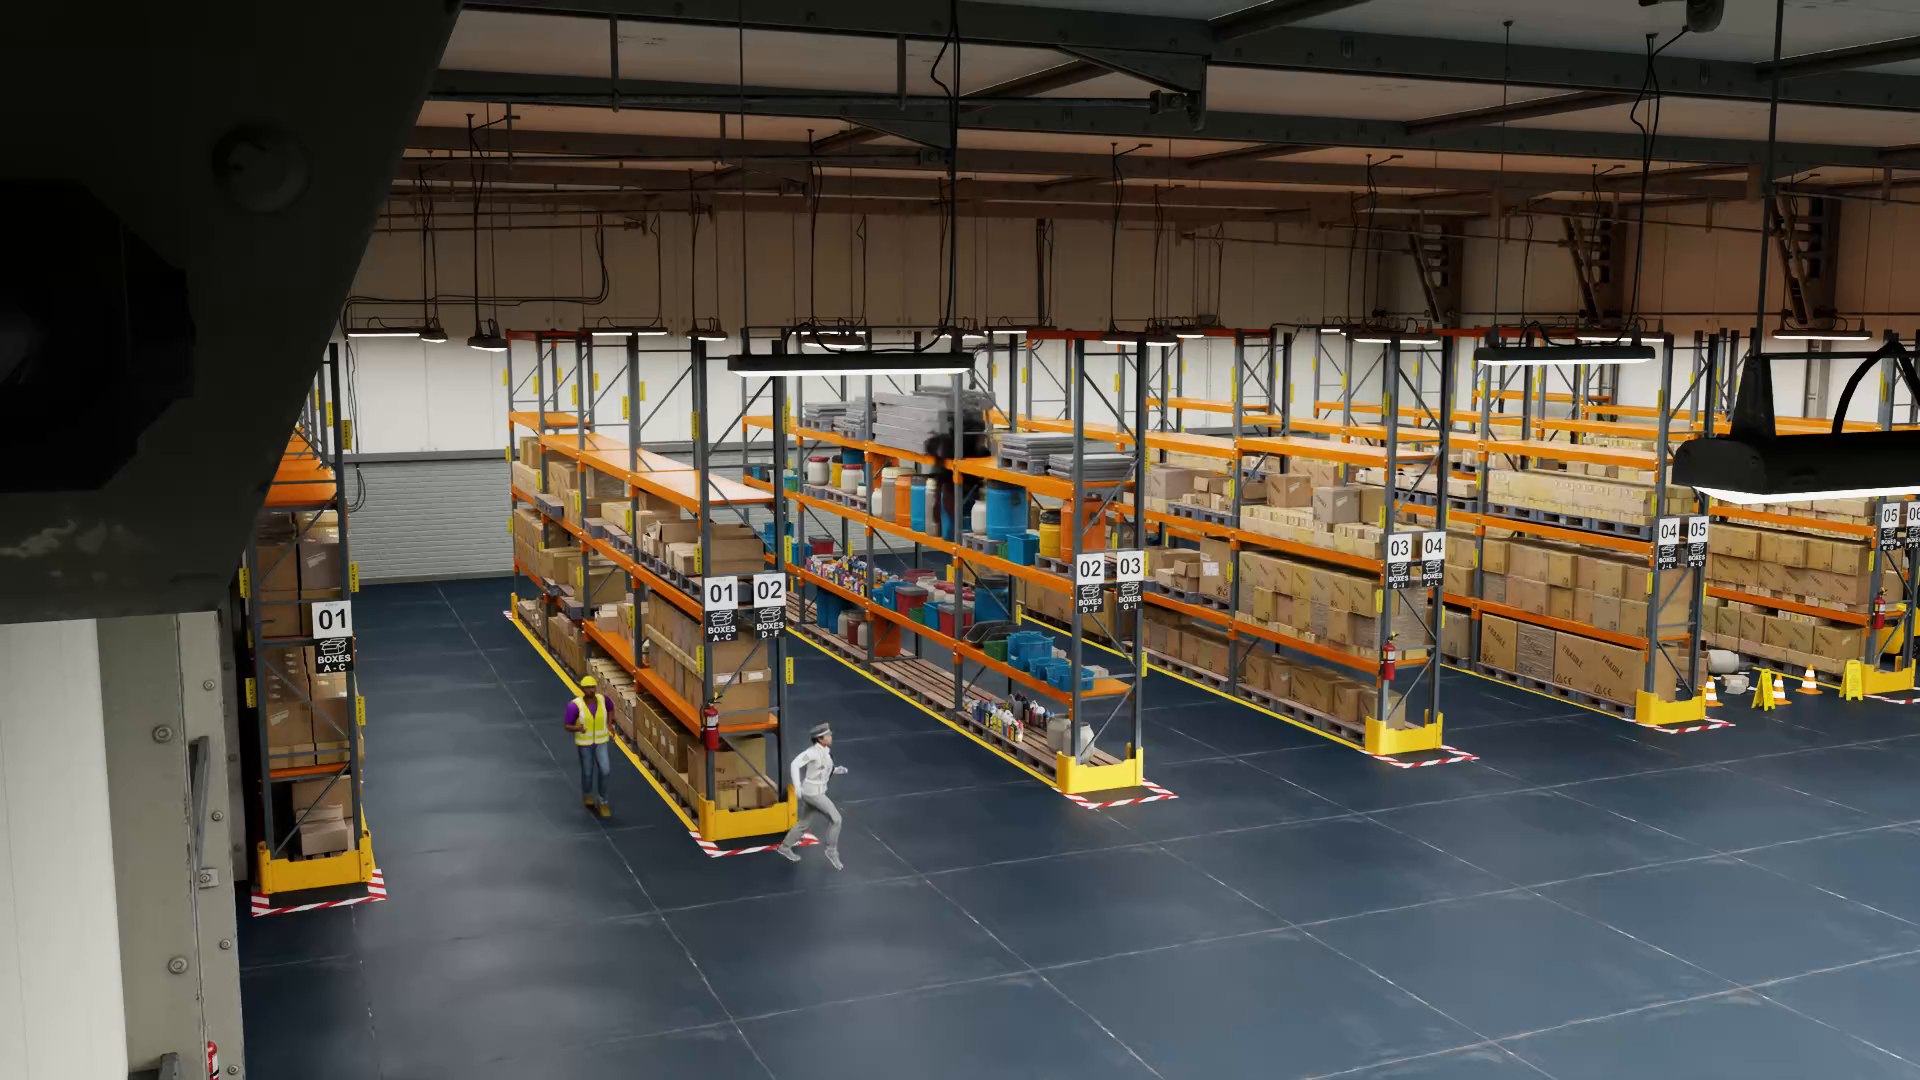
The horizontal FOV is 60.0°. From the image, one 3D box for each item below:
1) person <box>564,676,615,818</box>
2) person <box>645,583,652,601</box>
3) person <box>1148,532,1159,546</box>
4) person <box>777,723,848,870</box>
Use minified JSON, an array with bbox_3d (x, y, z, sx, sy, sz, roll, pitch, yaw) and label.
[{"bbox_3d":[-4.664,2.611,21.069,0.672,1.824,0.762,-3,8,-21],"label":"person"},{"bbox_3d":[-6.604,0.785,34.503,0.516,1.805,0.721,-5,9,-30],"label":"person"},{"bbox_3d":[5.001,-0.117,41.721,0.565,1.561,0.615,2,8,12],"label":"person"},{"bbox_3d":[-1.703,2.936,18.974,0.827,1.726,0.516,1,8,7],"label":"person"}]
